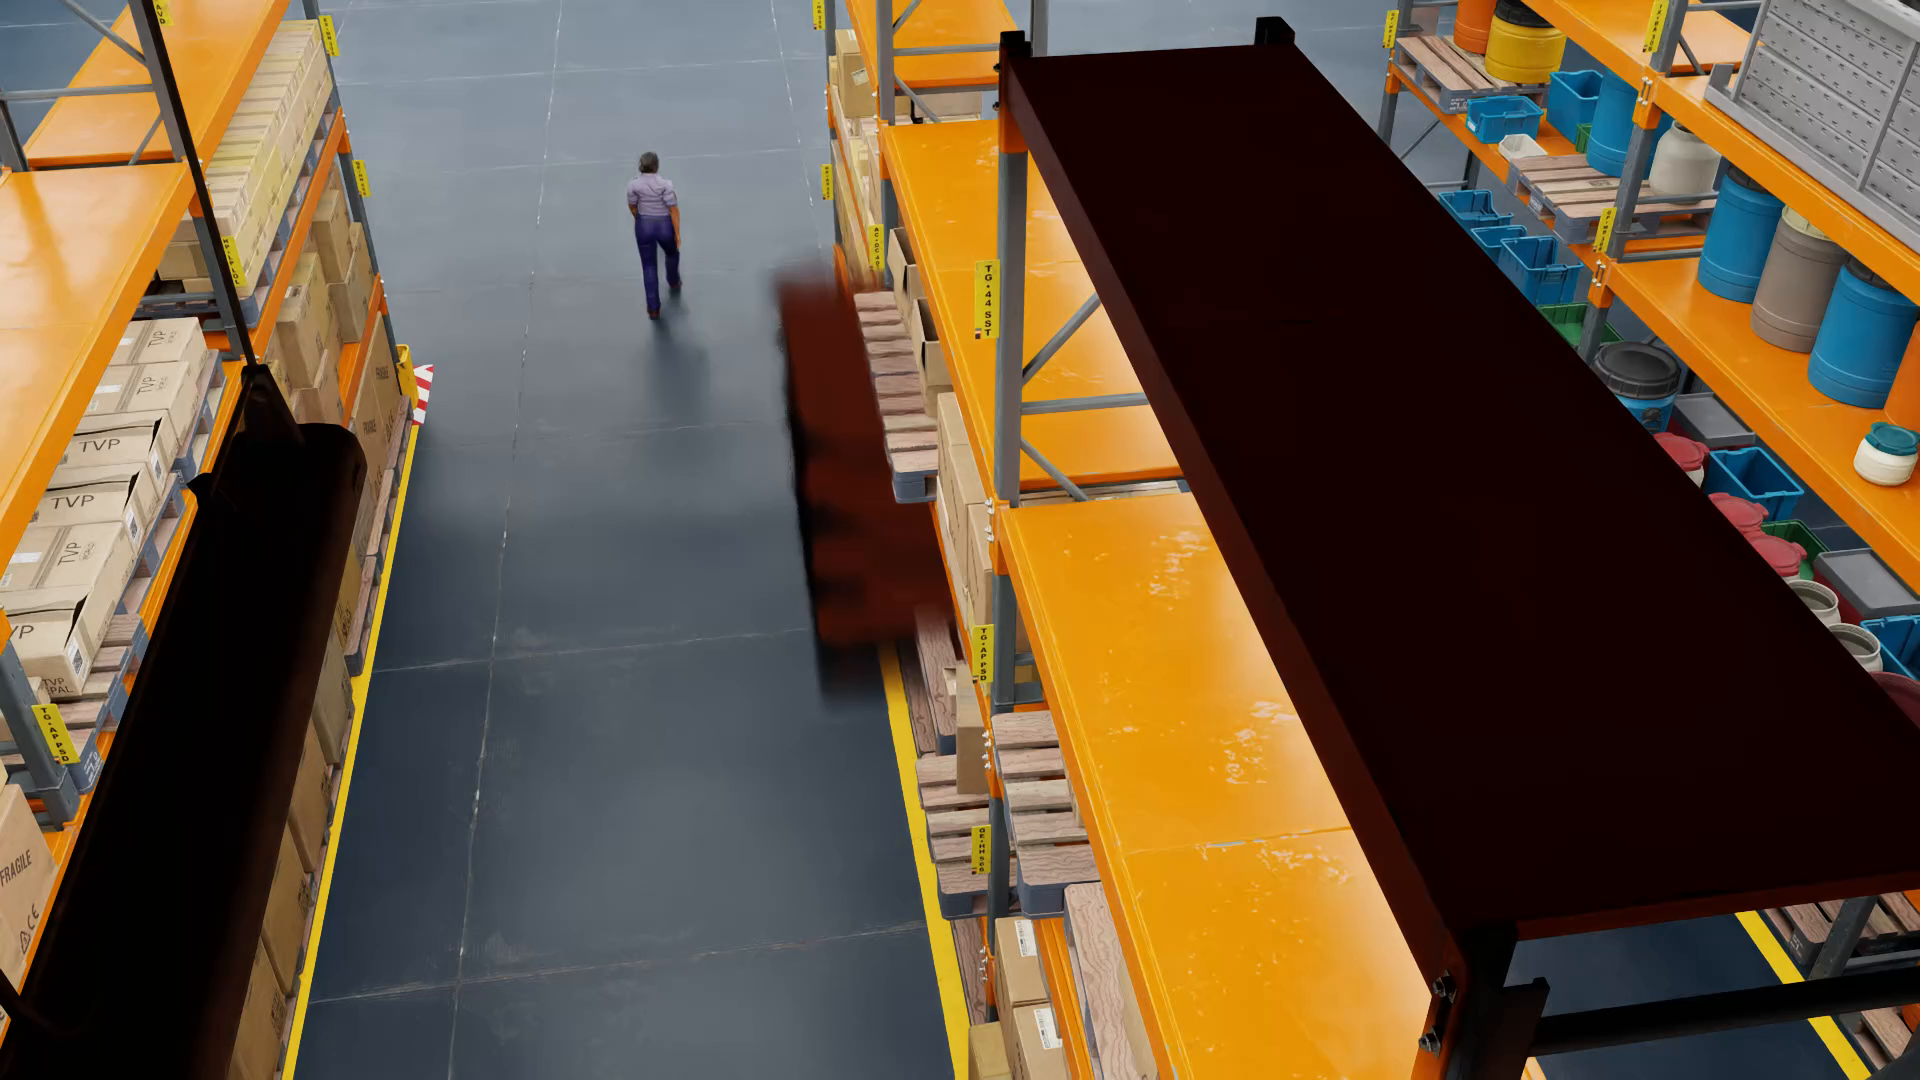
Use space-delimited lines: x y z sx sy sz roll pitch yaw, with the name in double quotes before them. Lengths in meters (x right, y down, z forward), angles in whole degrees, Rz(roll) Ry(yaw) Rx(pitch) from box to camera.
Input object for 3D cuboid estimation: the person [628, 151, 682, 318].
"person" -2.958 -3.073 16.246 0.501 1.610 0.904 -2 36 -3
